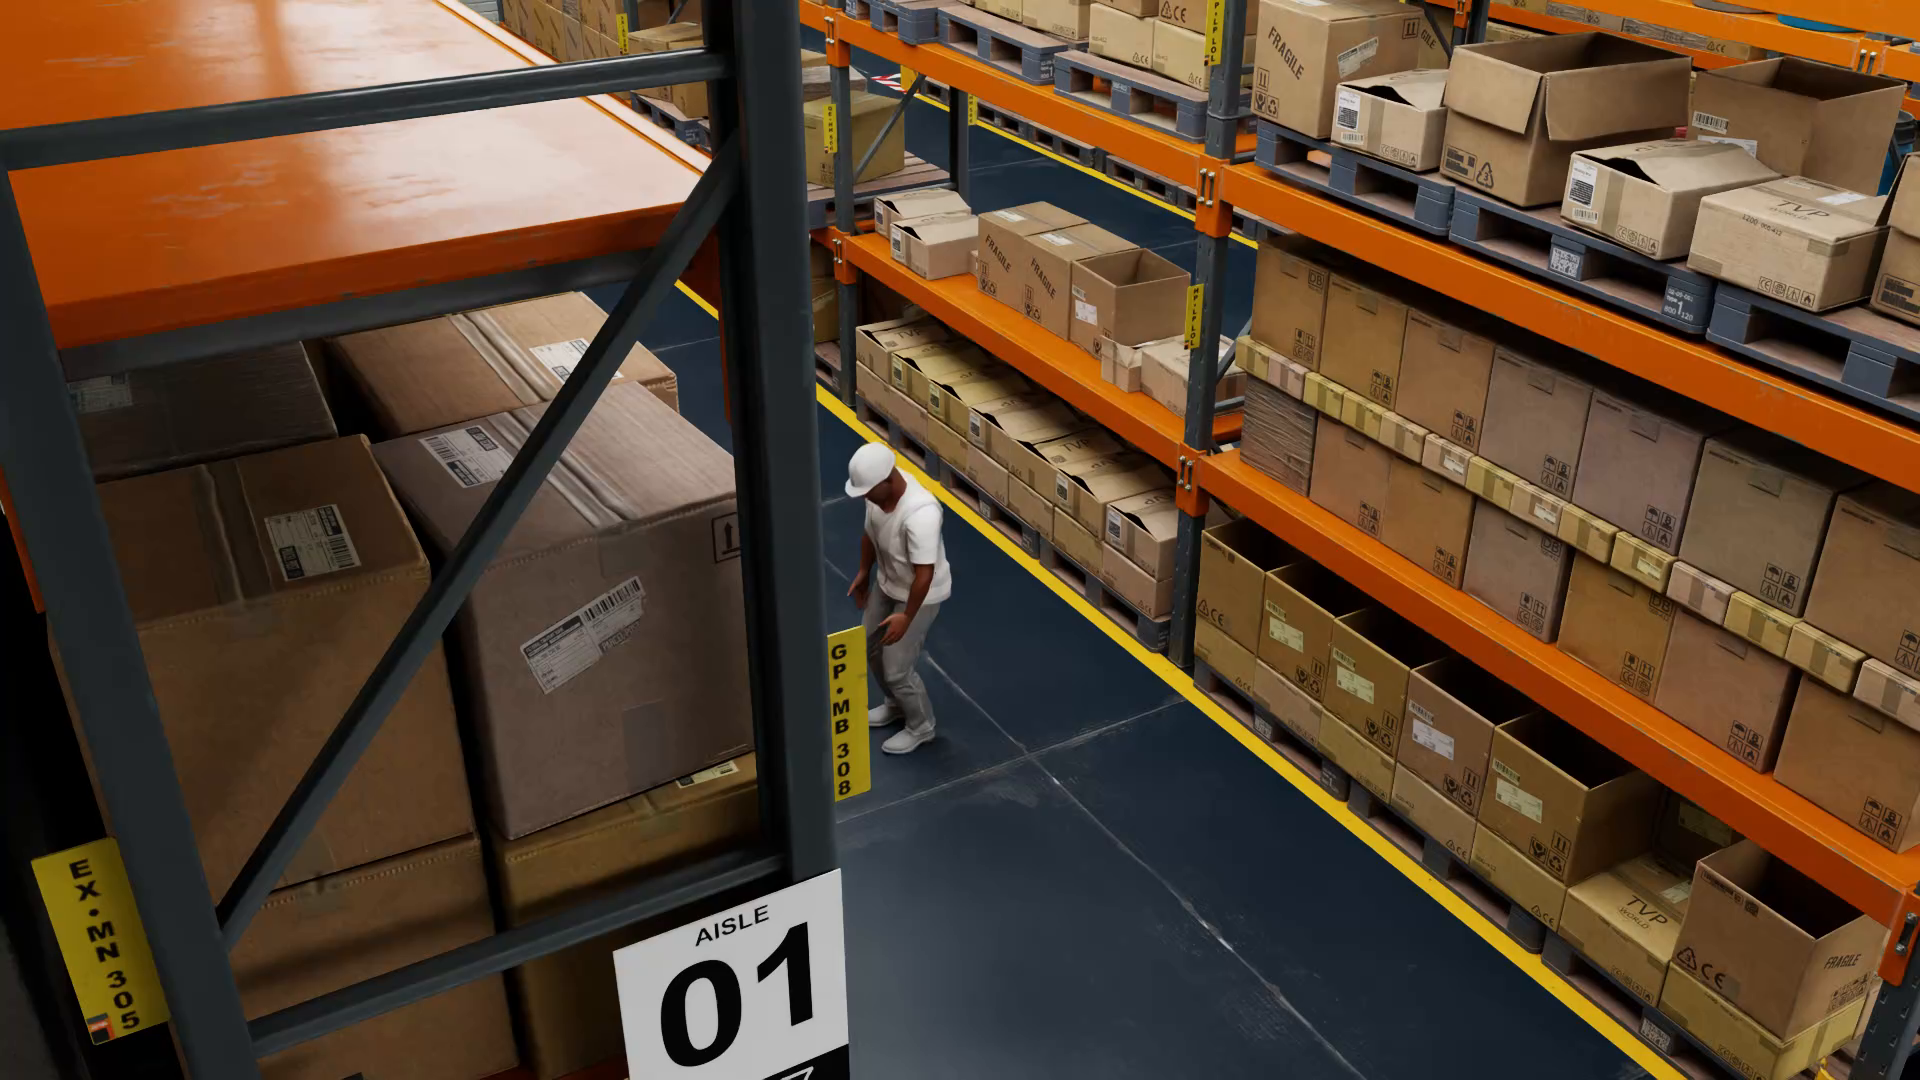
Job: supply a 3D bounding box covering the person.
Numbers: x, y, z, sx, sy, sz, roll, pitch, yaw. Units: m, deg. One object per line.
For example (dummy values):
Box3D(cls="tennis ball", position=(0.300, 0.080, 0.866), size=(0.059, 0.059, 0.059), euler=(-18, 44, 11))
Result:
Box3D(cls="person", position=(-0.304, 0.263, 8.151), size=(0.511, 1.682, 0.602), euler=(-15, 32, -25))
